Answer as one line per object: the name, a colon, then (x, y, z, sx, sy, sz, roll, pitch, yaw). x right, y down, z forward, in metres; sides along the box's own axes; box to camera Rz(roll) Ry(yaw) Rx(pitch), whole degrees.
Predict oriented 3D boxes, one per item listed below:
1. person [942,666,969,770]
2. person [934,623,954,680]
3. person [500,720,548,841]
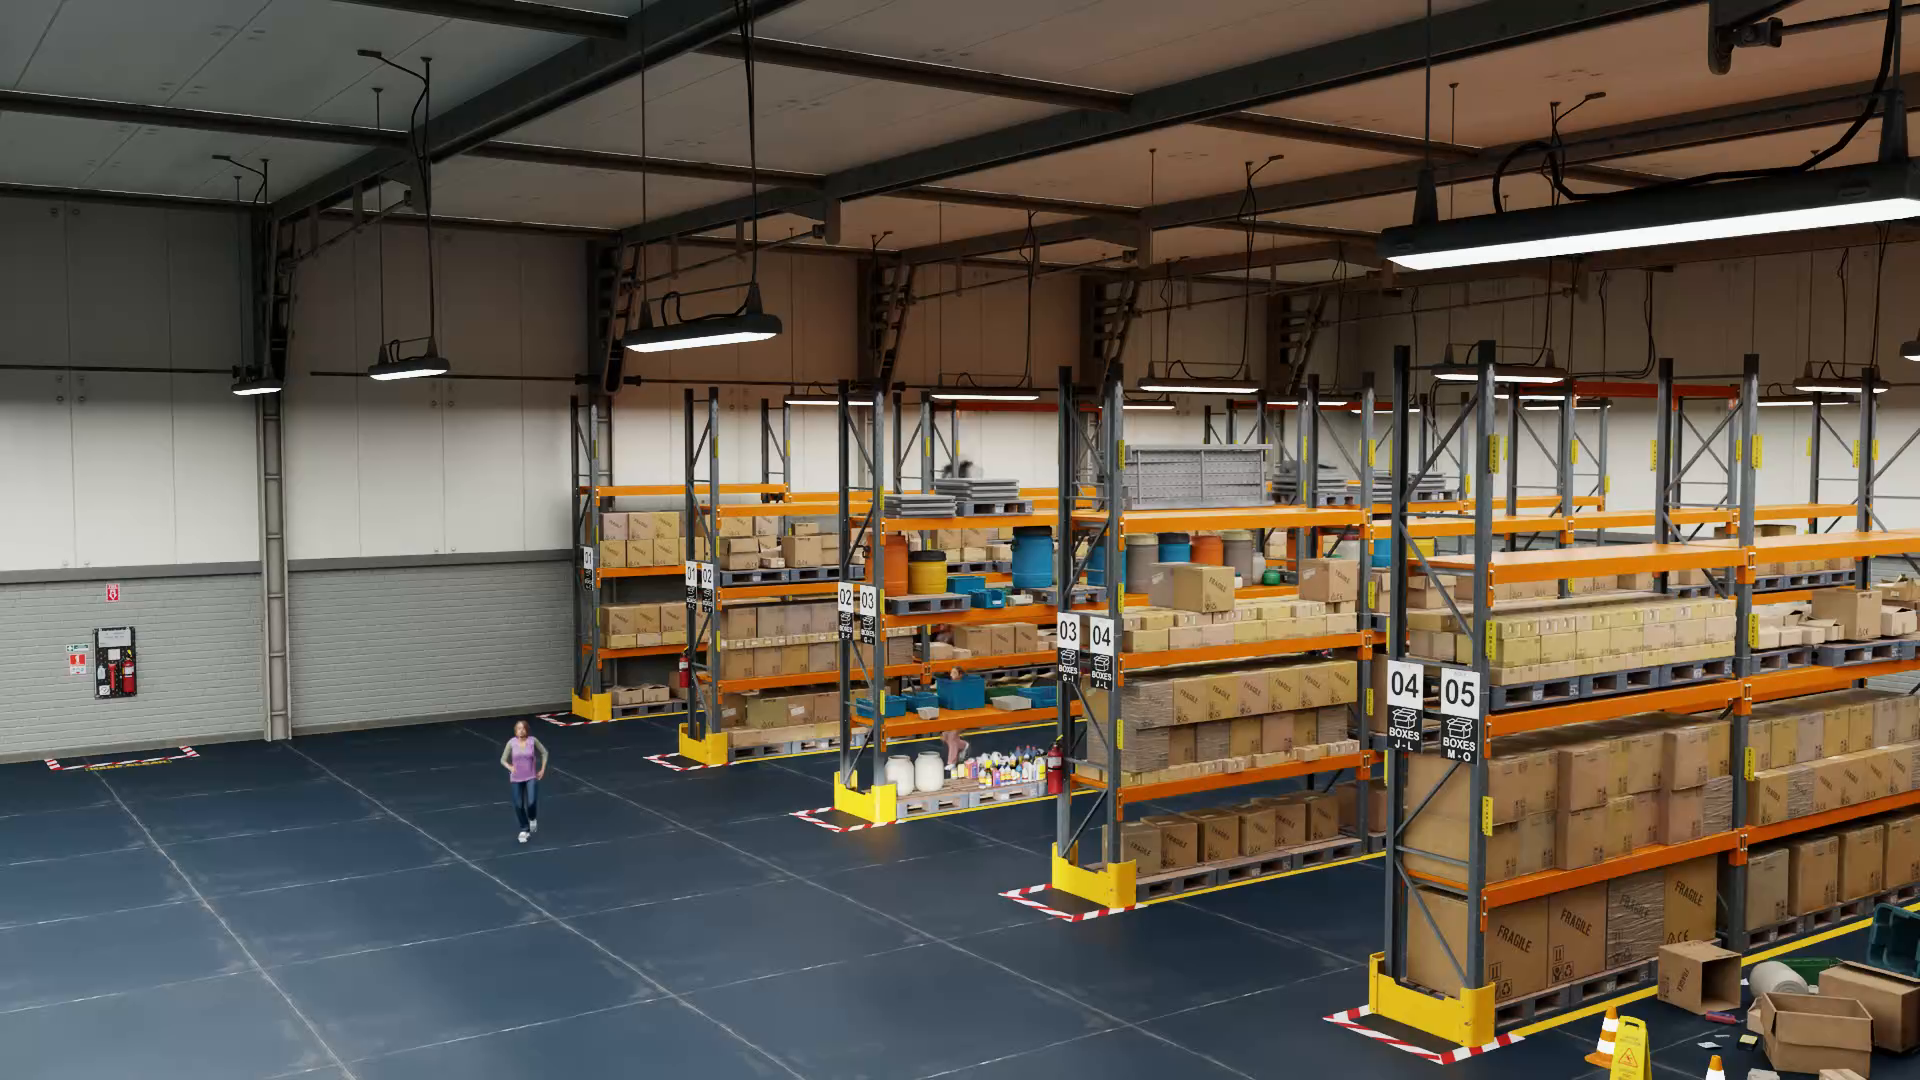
person: (-0.023, 2.778, 26.105, 0.580, 1.628, 0.626, 3, 4, 37)
person: (-0.308, 2.384, 31.580, 0.722, 1.751, 0.703, -3, 4, -36)
person: (-5.594, 3.096, 21.330, 0.590, 1.569, 0.515, -1, 4, -12)
